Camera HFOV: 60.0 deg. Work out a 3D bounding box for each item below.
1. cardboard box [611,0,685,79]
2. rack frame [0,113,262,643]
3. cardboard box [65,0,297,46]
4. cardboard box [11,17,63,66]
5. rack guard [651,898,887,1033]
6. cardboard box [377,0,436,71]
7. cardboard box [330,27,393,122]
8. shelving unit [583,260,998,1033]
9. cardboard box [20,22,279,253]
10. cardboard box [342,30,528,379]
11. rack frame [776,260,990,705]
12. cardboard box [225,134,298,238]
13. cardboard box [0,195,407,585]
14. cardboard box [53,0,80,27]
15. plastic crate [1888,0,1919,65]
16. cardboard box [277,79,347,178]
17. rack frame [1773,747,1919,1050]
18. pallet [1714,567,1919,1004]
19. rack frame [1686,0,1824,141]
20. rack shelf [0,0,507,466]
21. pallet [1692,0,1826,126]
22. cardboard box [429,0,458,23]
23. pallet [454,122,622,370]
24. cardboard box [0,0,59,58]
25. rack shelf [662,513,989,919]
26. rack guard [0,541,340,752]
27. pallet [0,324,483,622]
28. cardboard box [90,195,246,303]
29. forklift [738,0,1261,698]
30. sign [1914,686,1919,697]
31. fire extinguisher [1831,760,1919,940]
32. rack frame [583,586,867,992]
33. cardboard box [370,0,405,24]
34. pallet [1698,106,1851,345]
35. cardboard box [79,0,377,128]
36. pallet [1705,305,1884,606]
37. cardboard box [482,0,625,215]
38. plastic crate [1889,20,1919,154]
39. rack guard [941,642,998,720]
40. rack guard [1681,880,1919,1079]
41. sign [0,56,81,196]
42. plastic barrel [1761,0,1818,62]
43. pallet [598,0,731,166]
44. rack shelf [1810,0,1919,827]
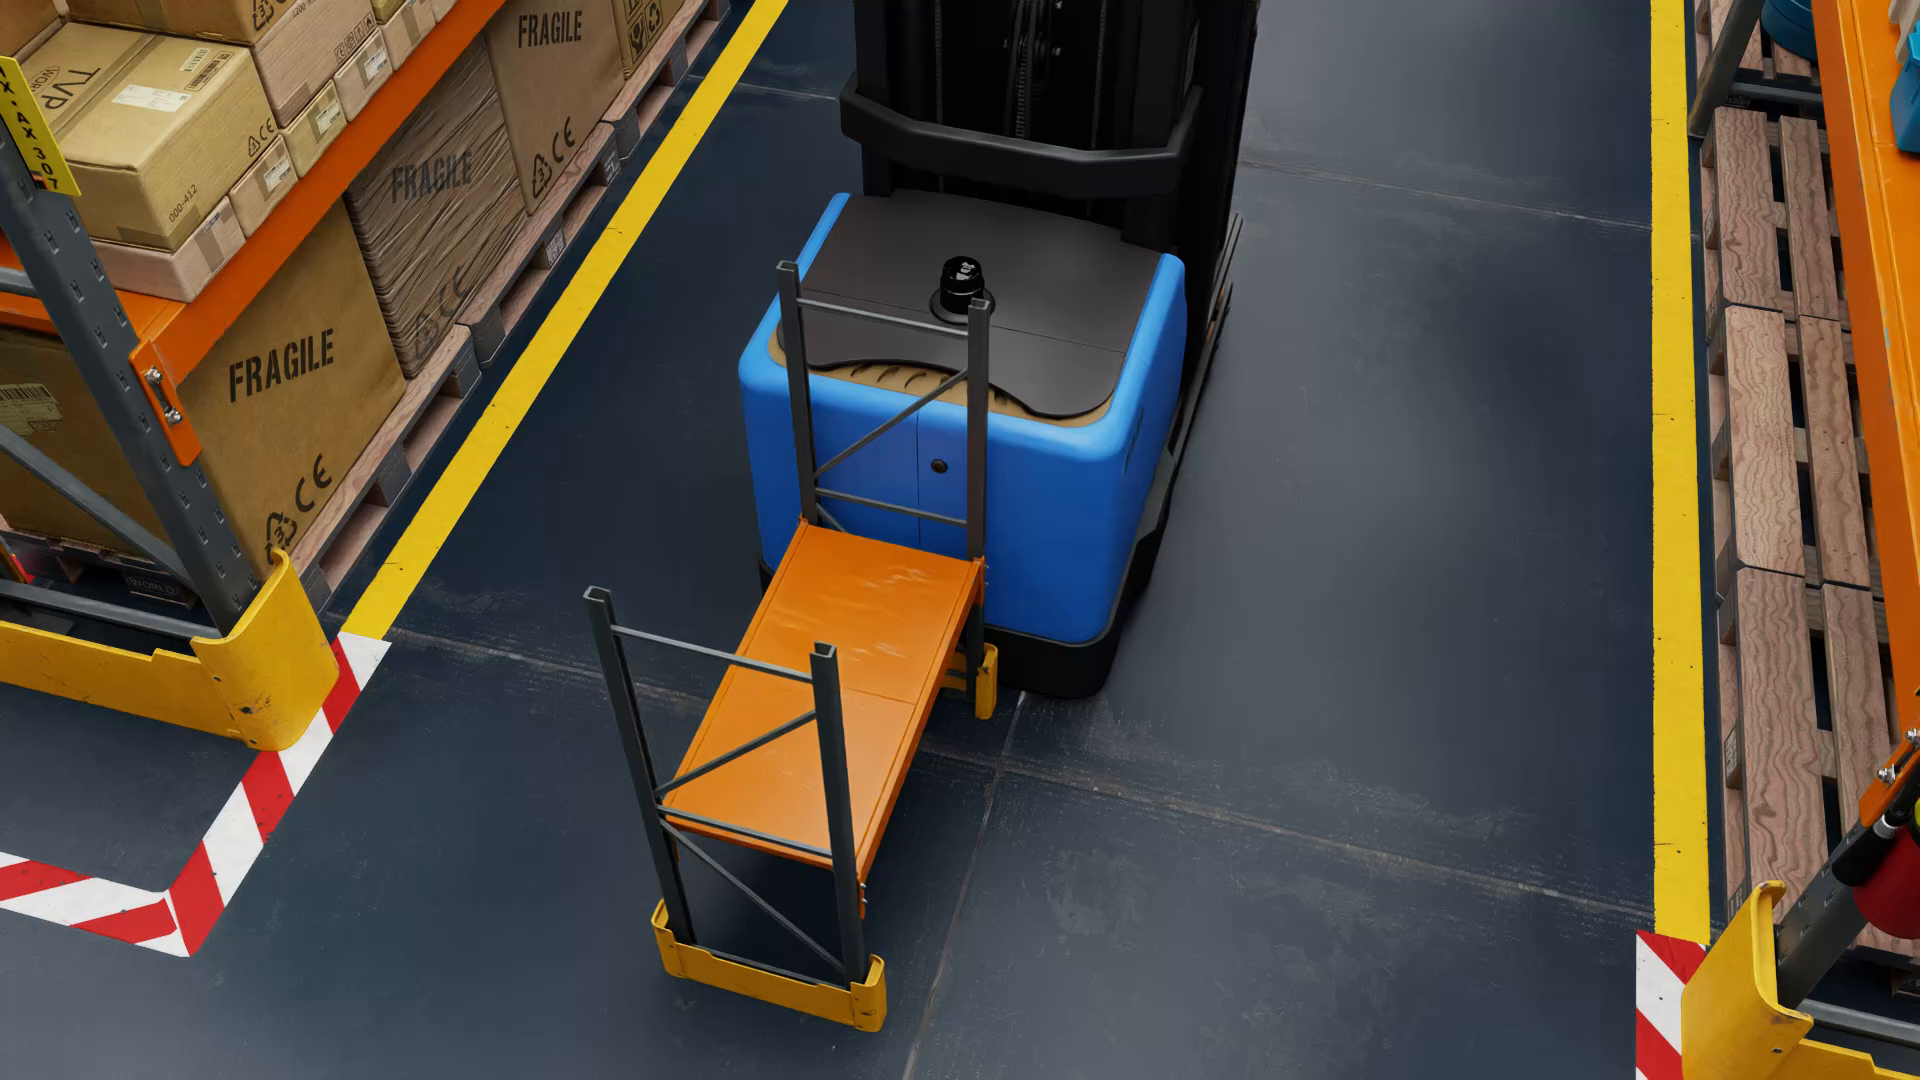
[{"bbox_3d":[-1.613,-2.504,6.596,0.875,0.875,0.875,12,50,10],"label":"cardboard box"},{"bbox_3d":[-2.415,-0.636,3.811,1.000,3.000,0.127,12,50,10],"label":"rack frame"},{"bbox_3d":[-1.897,-1.588,4.053,0.500,0.500,0.500,10,49,9],"label":"cardboard box"},{"bbox_3d":[-2.544,-1.088,4.111,0.500,0.250,0.500,11,49,9],"label":"cardboard box"},{"bbox_3d":[-0.472,1.061,4.147,0.587,0.250,0.087,13,50,11],"label":"rack guard"},{"bbox_3d":[-1.735,-1.488,4.730,0.380,0.149,0.250,11,49,9],"label":"cardboard box"},{"bbox_3d":[-1.803,-1.304,4.568,0.380,0.149,0.250,11,49,9],"label":"cardboard box"},{"bbox_3d":[-0.327,0.290,3.994,0.587,1.500,1.083,13,50,11],"label":"shelving unit"},{"bbox_3d":[-2.028,-0.979,4.015,0.500,0.250,0.500,10,49,9],"label":"cardboard box"},{"bbox_3d":[-2.084,-1.209,5.453,0.875,0.875,0.875,12,50,10],"label":"cardboard box"},{"bbox_3d":[-0.177,-0.081,4.321,0.500,1.500,0.032,13,50,11],"label":"rack frame"},{"bbox_3d":[-1.937,-0.930,4.238,0.380,0.149,0.250,11,49,9],"label":"cardboard box"},{"bbox_3d":[-2.324,-0.551,4.872,0.875,0.875,0.875,12,50,10],"label":"cardboard box"},{"bbox_3d":[-2.409,-1.454,4.435,0.500,0.250,0.500,11,49,9],"label":"cardboard box"},{"bbox_3d":[2.836,-1.464,4.581,0.437,0.282,0.530,12,50,10],"label":"plastic crate"},{"bbox_3d":[-1.870,-1.116,4.402,0.380,0.149,0.250,11,49,9],"label":"cardboard box"},{"bbox_3d":[2.363,0.341,2.948,1.000,3.000,0.127,12,50,10],"label":"rack frame"},{"bbox_3d":[2.618,0.675,4.513,1.003,0.211,1.213,12,50,10],"label":"pallet"},{"bbox_3d":[3.416,-2.552,5.502,1.000,3.000,0.127,12,50,10],"label":"rack frame"},{"bbox_3d":[-1.889,-1.845,5.357,1.077,0.370,4.000,12,50,10],"label":"rack shelf"},{"bbox_3d":[3.659,-2.179,7.032,1.003,0.211,1.213,12,50,10],"label":"pallet"},{"bbox_3d":[-1.667,-1.675,4.895,0.380,0.149,0.250,11,50,10],"label":"cardboard box"},{"bbox_3d":[-1.957,-1.187,6.157,1.003,0.211,1.213,12,50,10],"label":"pallet"},{"bbox_3d":[-2.540,-1.337,3.831,0.500,0.500,0.500,12,50,10],"label":"cardboard box"},{"bbox_3d":[-0.324,0.402,4.134,0.538,0.185,1.000,13,50,11],"label":"rack shelf"},{"bbox_3d":[-2.421,0.209,4.733,1.175,0.500,0.348,12,50,10],"label":"rack guard"},{"bbox_3d":[-2.280,-0.307,5.380,1.003,0.211,1.213,12,50,10],"label":"pallet"},{"bbox_3d":[-2.003,-0.745,4.074,0.380,0.149,0.250,12,50,10],"label":"cardboard box"},{"bbox_3d":[0.330,-1.650,4.752,1.130,2.935,3.031,13,50,11],"label":"forklift"},{"bbox_3d":[1.828,0.191,2.972,0.100,0.325,0.005,12,50,10],"label":"sign"},{"bbox_3d":[1.885,0.510,3.100,0.296,0.674,0.183,12,50,10],"label":"fire extinguisher"},{"bbox_3d":[-0.472,0.648,3.678,0.500,1.500,0.032,13,50,11],"label":"rack frame"},{"bbox_3d":[-1.762,-1.719,4.668,0.500,0.250,0.500,10,49,9],"label":"cardboard box"},{"bbox_3d":[3.260,-1.090,6.071,1.003,0.211,1.213,12,50,10],"label":"pallet"},{"bbox_3d":[-1.898,-1.356,4.348,0.500,0.250,0.500,11,49,10],"label":"cardboard box"},{"bbox_3d":[2.941,-0.204,5.290,1.003,0.211,1.213,12,50,10],"label":"pallet"},{"bbox_3d":[-1.850,-1.853,6.021,0.875,0.875,0.875,12,50,10],"label":"cardboard box"},{"bbox_3d":[2.656,-1.159,4.344,0.416,0.233,0.300,12,50,10],"label":"plastic crate"},{"bbox_3d":[-0.182,0.346,4.778,0.587,0.250,0.087,13,50,11],"label":"rack guard"},{"bbox_3d":[2.369,1.188,3.868,1.175,0.500,0.348,12,50,10],"label":"rack guard"},{"bbox_3d":[-1.881,-0.835,3.356,0.100,0.325,0.005,12,50,10],"label":"sign"},{"bbox_3d":[3.576,-2.387,6.475,0.600,0.901,0.708,12,50,10],"label":"plastic barrel"},{"bbox_3d":[-1.638,-2.072,6.938,1.003,0.211,1.213,12,50,10],"label":"pallet"},{"bbox_3d":[2.890,-0.867,4.495,1.077,0.370,4.000,12,50,10],"label":"rack shelf"}]
